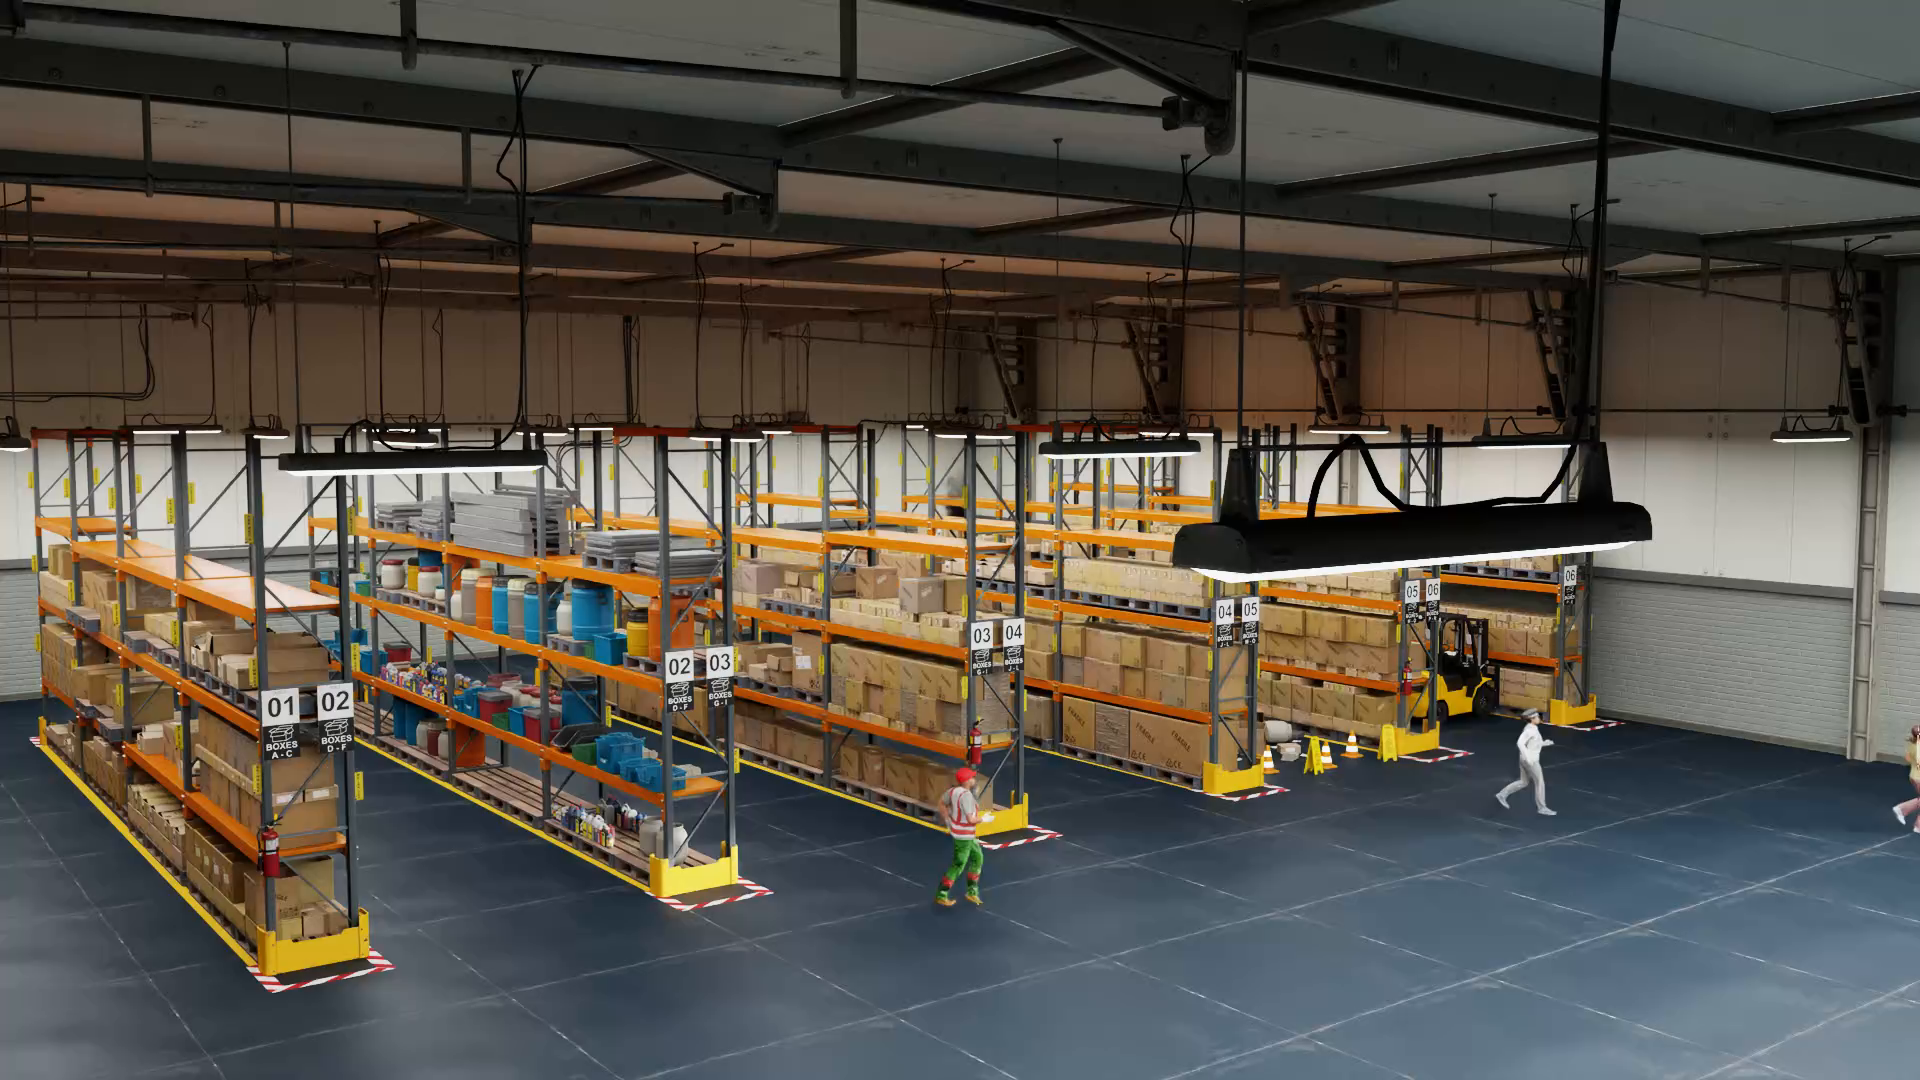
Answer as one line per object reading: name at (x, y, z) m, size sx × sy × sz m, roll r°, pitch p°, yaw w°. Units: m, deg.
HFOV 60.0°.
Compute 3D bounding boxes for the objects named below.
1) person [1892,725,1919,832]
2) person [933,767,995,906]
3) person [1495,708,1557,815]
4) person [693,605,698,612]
person at (14.310, 3.567, 24.857) m, size 0.579 × 1.618 × 0.578 m, roll 1°, pitch 5°, yaw 12°
person at (0.044, 3.794, 21.066) m, size 0.783 × 1.839 × 0.635 m, roll -1°, pitch 5°, yaw -10°
person at (8.836, 3.434, 25.877) m, size 0.907 × 1.677 × 0.612 m, roll 1°, pitch 5°, yaw 9°
person at (-6.348, 2.388, 39.356) m, size 0.772 × 1.784 × 0.718 m, roll 0°, pitch 4°, yaw 3°
